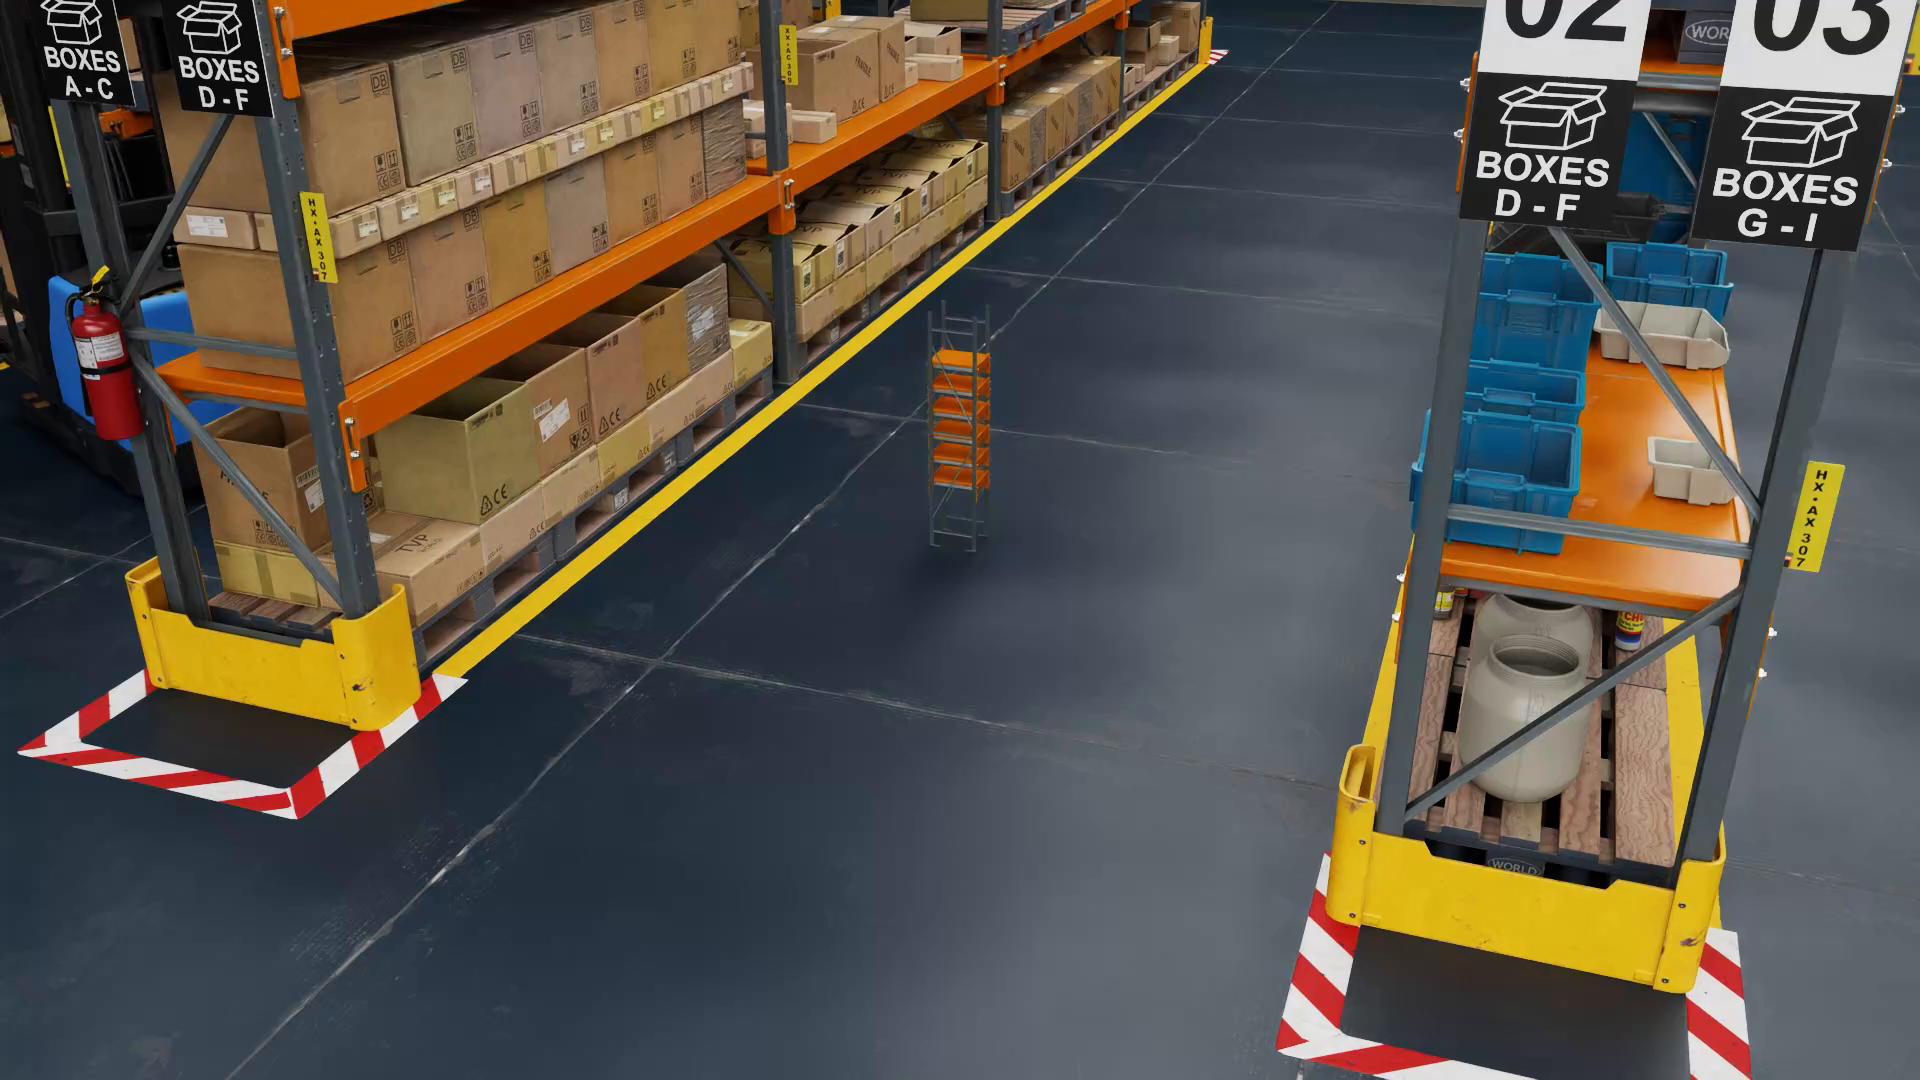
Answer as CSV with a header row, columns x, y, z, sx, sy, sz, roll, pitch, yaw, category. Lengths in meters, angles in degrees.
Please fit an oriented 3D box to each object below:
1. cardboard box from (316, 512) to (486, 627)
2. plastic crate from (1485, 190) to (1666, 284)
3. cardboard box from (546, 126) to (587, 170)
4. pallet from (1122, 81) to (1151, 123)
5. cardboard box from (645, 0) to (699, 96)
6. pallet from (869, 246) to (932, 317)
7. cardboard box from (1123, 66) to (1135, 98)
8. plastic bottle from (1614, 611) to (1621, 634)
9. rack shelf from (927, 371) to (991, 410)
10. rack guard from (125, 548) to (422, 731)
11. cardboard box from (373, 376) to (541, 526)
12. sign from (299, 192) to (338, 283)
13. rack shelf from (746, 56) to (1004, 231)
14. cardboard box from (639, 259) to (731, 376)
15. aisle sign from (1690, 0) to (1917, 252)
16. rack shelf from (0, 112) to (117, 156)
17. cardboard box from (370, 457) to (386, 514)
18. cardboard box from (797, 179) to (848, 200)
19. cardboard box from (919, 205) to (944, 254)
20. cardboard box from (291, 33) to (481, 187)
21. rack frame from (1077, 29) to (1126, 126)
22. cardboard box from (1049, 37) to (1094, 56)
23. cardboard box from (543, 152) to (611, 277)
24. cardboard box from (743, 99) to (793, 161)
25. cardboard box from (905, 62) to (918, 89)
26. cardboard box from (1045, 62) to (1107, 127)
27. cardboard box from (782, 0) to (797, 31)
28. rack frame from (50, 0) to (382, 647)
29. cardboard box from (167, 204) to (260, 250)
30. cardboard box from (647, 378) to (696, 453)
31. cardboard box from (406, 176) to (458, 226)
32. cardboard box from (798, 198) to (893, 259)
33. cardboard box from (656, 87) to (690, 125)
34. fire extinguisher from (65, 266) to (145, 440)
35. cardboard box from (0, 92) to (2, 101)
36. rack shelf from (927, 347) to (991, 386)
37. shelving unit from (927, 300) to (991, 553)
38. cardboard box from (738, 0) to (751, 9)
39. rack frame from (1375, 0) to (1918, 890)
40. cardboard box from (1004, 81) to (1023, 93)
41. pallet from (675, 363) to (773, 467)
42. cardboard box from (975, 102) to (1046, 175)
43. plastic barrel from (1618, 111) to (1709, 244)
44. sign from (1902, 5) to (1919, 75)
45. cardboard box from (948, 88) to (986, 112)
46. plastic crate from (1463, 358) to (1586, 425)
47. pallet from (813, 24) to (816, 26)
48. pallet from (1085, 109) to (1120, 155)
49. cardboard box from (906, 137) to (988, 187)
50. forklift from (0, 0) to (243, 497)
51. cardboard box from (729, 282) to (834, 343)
x,y,z,sx,sy,sz,roll,pitch,yaw,category
-2.431,0.120,7.233,0.500,0.250,0.500,9,27,17,cardboard box
2.888,-1.440,7.852,0.767,0.338,0.504,9,27,17,plastic crate
-1.973,-1.839,7.747,0.380,0.149,0.250,9,27,18,cardboard box
1.404,-4.699,17.712,1.003,0.211,1.213,9,27,17,pallet
-1.797,-2.622,8.620,0.700,0.500,0.500,9,27,17,cardboard box
-0.875,-1.940,12.015,1.003,0.211,1.213,9,27,17,pallet
1.518,-4.801,17.303,0.500,0.311,0.500,9,27,17,cardboard box
2.782,0.299,6.897,0.097,0.201,0.097,0,26,0,plastic bottle
-0.005,-0.710,7.891,0.258,0.103,0.180,9,27,17,rack shelf
-2.827,0.395,6.861,1.175,0.500,0.348,9,27,17,rack guard
-2.266,-0.423,7.495,0.500,0.500,0.500,9,27,17,cardboard box
-2.298,-1.083,5.960,0.100,0.325,0.005,9,27,17,sign
-0.823,-2.882,11.586,1.077,0.370,4.000,9,27,17,rack shelf
-1.614,-1.247,9.196,0.500,0.500,0.500,9,27,17,cardboard box
2.103,-1.118,4.135,0.394,0.787,0.004,9,27,17,aisle sign
-6.826,-1.955,9.672,1.077,0.370,4.000,9,27,17,rack shelf
-2.764,-0.162,7.816,0.500,0.250,0.500,9,27,17,cardboard box
-1.117,-2.421,11.839,0.500,0.311,0.500,8,27,17,cardboard box
-0.440,-2.309,12.250,0.500,0.250,0.500,9,27,19,cardboard box
-2.464,-1.798,6.918,0.700,0.500,0.500,8,27,16,cardboard box
1.174,-5.672,16.522,1.000,3.000,0.127,9,27,17,rack frame
1.096,-5.020,17.539,0.500,0.500,0.500,9,27,17,cardboard box
-2.139,-1.612,8.022,0.700,0.500,0.500,10,27,19,cardboard box
-1.365,-2.525,10.195,0.500,0.250,0.500,11,28,21,cardboard box
-0.528,-3.383,12.082,0.380,0.149,0.250,11,28,21,cardboard box
1.108,-4.298,16.049,0.500,0.500,0.500,9,27,18,cardboard box
-2.473,-6.588,20.802,0.700,0.500,0.500,9,27,17,cardboard box
-2.819,-0.740,6.337,1.000,3.000,0.127,9,27,17,rack frame
-2.872,-1.262,6.555,0.380,0.149,0.250,8,27,17,cardboard box
-1.765,-0.702,8.930,0.500,0.250,0.500,9,27,17,cardboard box
-2.316,-1.418,6.878,0.380,0.149,0.250,9,27,18,cardboard box
-0.773,-2.139,11.256,0.500,0.311,0.500,8,27,16,cardboard box
-1.632,-2.261,8.618,0.380,0.149,0.250,9,27,17,cardboard box
-3.297,-0.724,6.392,0.296,0.674,0.183,9,27,17,fire extinguisher
-6.187,-2.935,10.158,0.500,0.500,0.500,9,27,17,cardboard box
-0.005,-0.818,7.839,0.258,0.103,0.180,9,27,17,rack shelf
-0.005,-0.534,7.976,0.258,1.200,0.189,9,27,17,shelving unit
-2.693,-6.366,19.597,0.380,0.149,0.250,8,27,16,cardboard box
1.851,-0.020,4.850,1.000,3.000,0.127,9,27,17,rack frame
0.274,-3.948,15.326,0.500,0.500,0.500,8,27,15,cardboard box
-1.792,-0.808,9.677,1.003,0.211,1.213,9,27,17,pallet
0.433,-3.462,14.322,0.500,0.500,0.500,8,27,16,cardboard box
3.596,-2.005,8.373,0.600,0.901,0.708,9,27,17,plastic barrel
2.368,-1.293,4.026,0.100,0.325,0.005,9,27,17,sign
-0.052,-3.880,14.325,0.500,0.250,0.500,10,28,19,cardboard box
1.956,-0.469,5.946,0.499,0.251,0.408,9,27,17,plastic crate
-2.360,-6.437,21.303,1.003,0.211,1.213,9,27,17,pallet
0.939,-4.077,16.428,1.003,0.211,1.213,9,27,17,pallet
-0.099,-2.981,12.994,0.500,0.311,0.500,9,27,19,cardboard box
-4.848,-2.089,9.200,1.130,2.935,3.031,-23,34,-39,forklift
-1.120,-1.465,10.508,0.500,0.250,0.500,8,27,16,cardboard box
